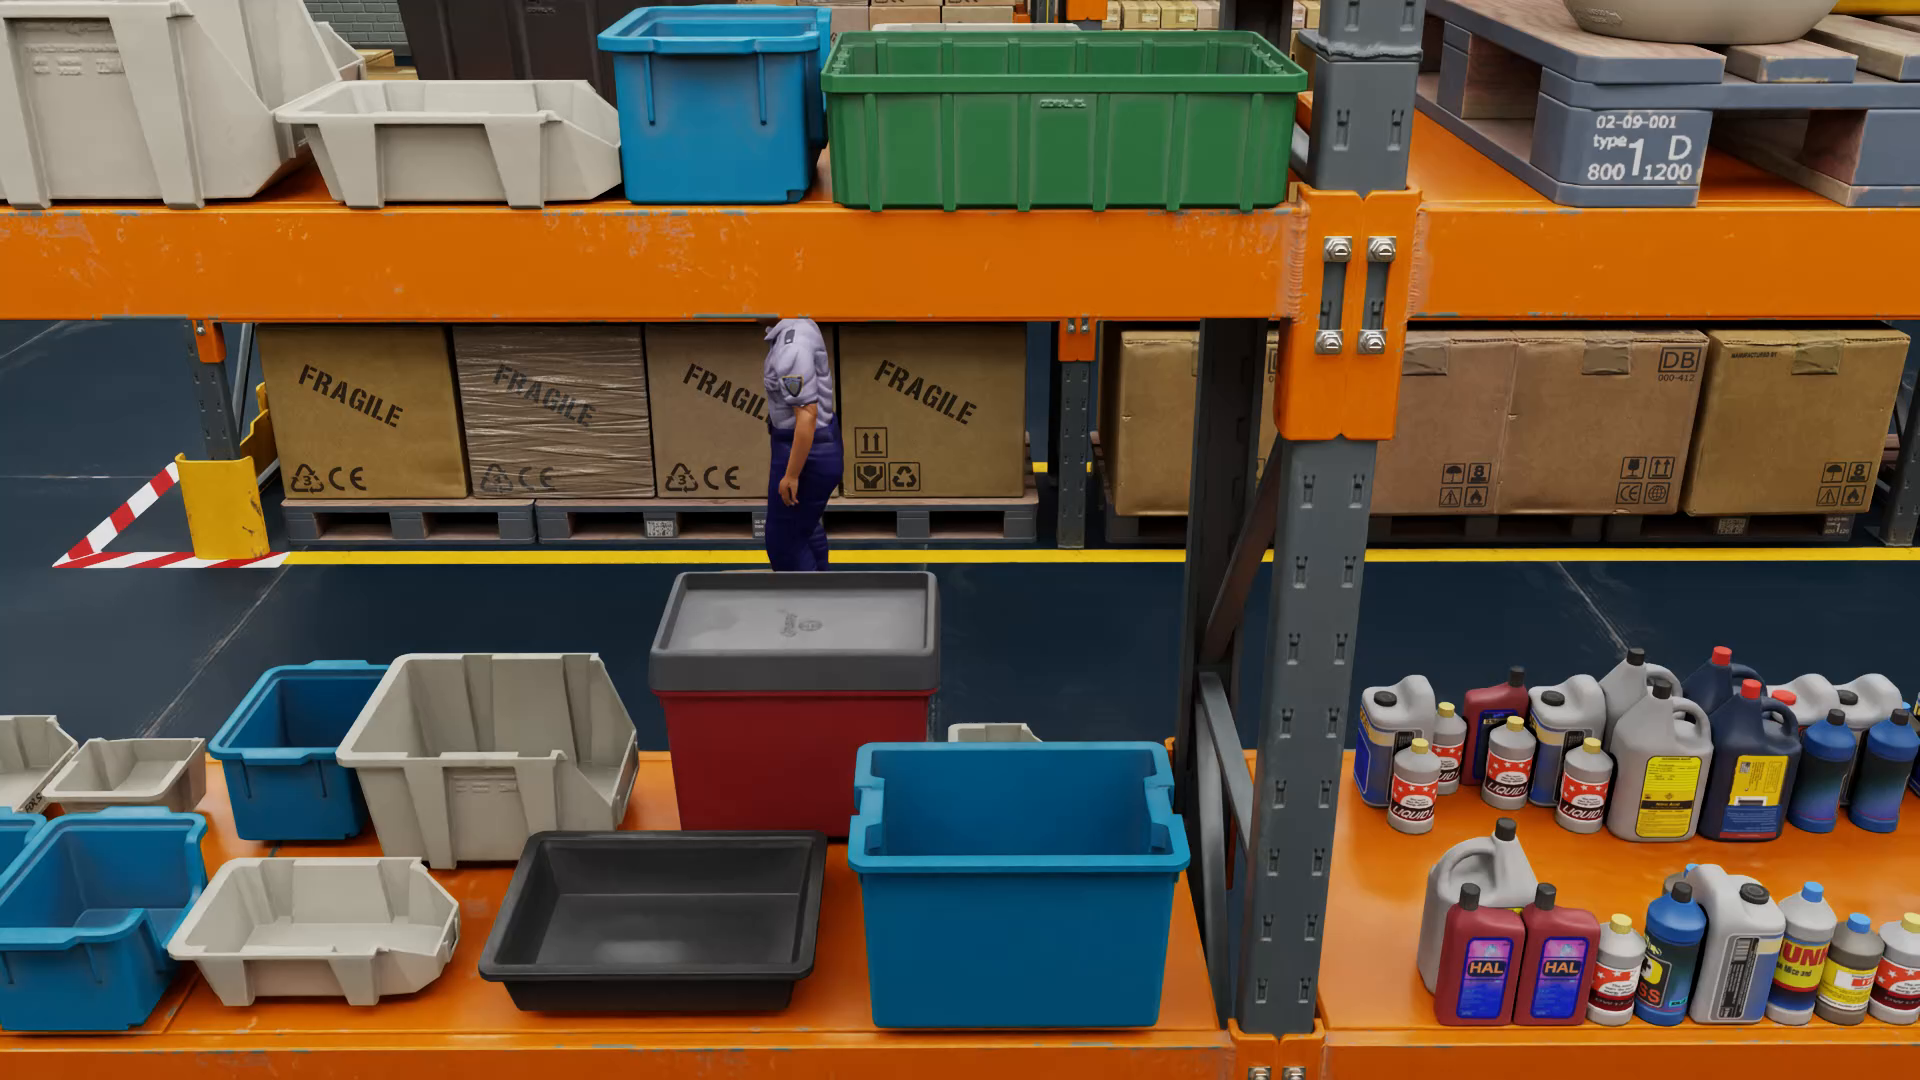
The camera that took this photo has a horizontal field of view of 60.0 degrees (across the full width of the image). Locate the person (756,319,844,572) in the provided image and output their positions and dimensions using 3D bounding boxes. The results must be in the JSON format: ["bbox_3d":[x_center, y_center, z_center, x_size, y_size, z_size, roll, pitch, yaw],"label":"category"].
[{"bbox_3d":[-0.692,-0.346,6.879,0.421,1.652,0.564,-2,24,-3],"label":"person"}]
